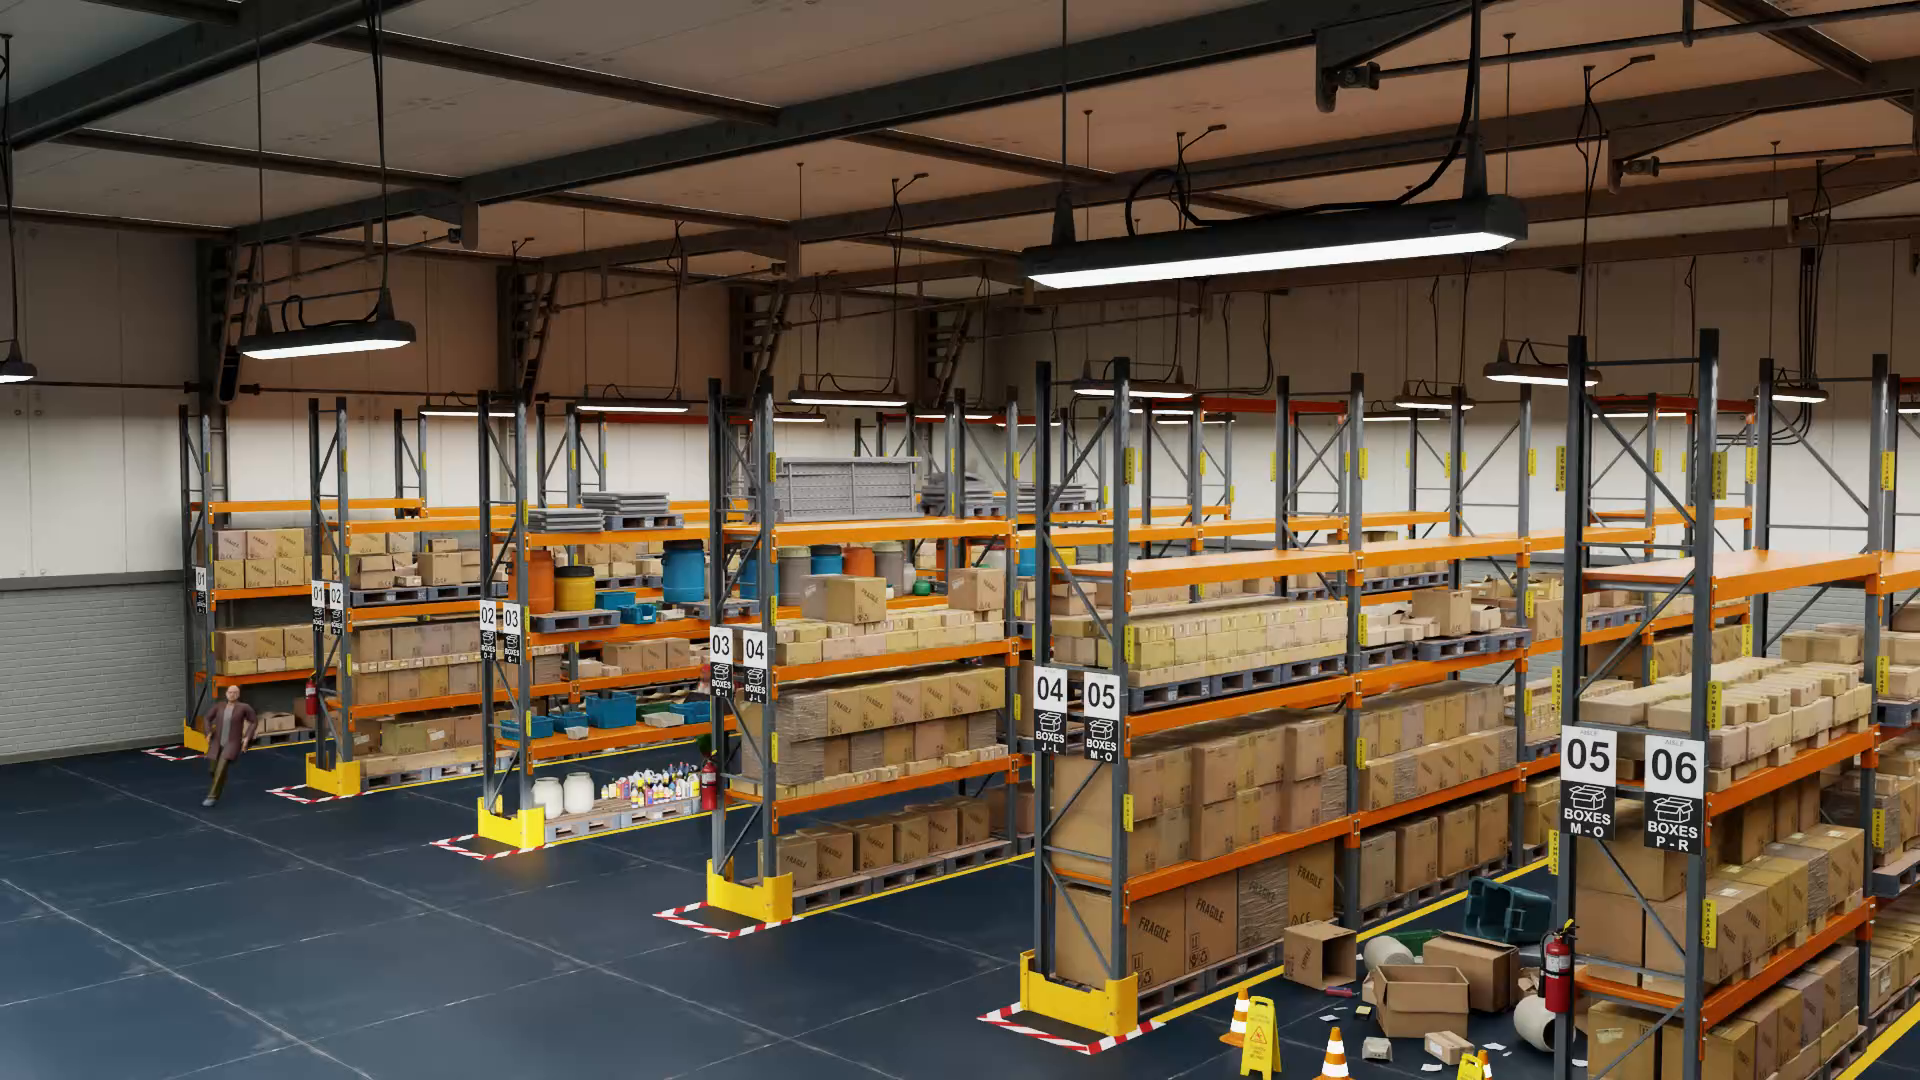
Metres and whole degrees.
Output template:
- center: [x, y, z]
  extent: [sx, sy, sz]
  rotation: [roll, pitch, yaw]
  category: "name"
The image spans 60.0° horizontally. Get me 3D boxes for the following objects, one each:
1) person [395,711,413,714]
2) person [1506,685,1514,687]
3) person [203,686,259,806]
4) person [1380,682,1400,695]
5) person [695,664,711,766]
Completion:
- center: [-9.410, 2.851, 28.328]
  extent: [0.601, 1.655, 0.568]
  rotation: [3, 4, 40]
  category: "person"
- center: [8.413, 3.021, 25.348]
  extent: [0.551, 1.636, 0.579]
  rotation: [-3, 4, -41]
  category: "person"
- center: [-10.795, 3.010, 24.565]
  extent: [0.769, 1.714, 0.854]
  rotation: [0, 3, -8]
  category: "person"
- center: [6.618, 2.957, 25.456]
  extent: [0.708, 1.724, 0.670]
  rotation: [2, 4, 39]
  category: "person"
- center: [-4.031, 2.888, 26.514]
  extent: [0.749, 1.825, 0.635]
  rotation: [-3, 4, -44]
  category: "person"
